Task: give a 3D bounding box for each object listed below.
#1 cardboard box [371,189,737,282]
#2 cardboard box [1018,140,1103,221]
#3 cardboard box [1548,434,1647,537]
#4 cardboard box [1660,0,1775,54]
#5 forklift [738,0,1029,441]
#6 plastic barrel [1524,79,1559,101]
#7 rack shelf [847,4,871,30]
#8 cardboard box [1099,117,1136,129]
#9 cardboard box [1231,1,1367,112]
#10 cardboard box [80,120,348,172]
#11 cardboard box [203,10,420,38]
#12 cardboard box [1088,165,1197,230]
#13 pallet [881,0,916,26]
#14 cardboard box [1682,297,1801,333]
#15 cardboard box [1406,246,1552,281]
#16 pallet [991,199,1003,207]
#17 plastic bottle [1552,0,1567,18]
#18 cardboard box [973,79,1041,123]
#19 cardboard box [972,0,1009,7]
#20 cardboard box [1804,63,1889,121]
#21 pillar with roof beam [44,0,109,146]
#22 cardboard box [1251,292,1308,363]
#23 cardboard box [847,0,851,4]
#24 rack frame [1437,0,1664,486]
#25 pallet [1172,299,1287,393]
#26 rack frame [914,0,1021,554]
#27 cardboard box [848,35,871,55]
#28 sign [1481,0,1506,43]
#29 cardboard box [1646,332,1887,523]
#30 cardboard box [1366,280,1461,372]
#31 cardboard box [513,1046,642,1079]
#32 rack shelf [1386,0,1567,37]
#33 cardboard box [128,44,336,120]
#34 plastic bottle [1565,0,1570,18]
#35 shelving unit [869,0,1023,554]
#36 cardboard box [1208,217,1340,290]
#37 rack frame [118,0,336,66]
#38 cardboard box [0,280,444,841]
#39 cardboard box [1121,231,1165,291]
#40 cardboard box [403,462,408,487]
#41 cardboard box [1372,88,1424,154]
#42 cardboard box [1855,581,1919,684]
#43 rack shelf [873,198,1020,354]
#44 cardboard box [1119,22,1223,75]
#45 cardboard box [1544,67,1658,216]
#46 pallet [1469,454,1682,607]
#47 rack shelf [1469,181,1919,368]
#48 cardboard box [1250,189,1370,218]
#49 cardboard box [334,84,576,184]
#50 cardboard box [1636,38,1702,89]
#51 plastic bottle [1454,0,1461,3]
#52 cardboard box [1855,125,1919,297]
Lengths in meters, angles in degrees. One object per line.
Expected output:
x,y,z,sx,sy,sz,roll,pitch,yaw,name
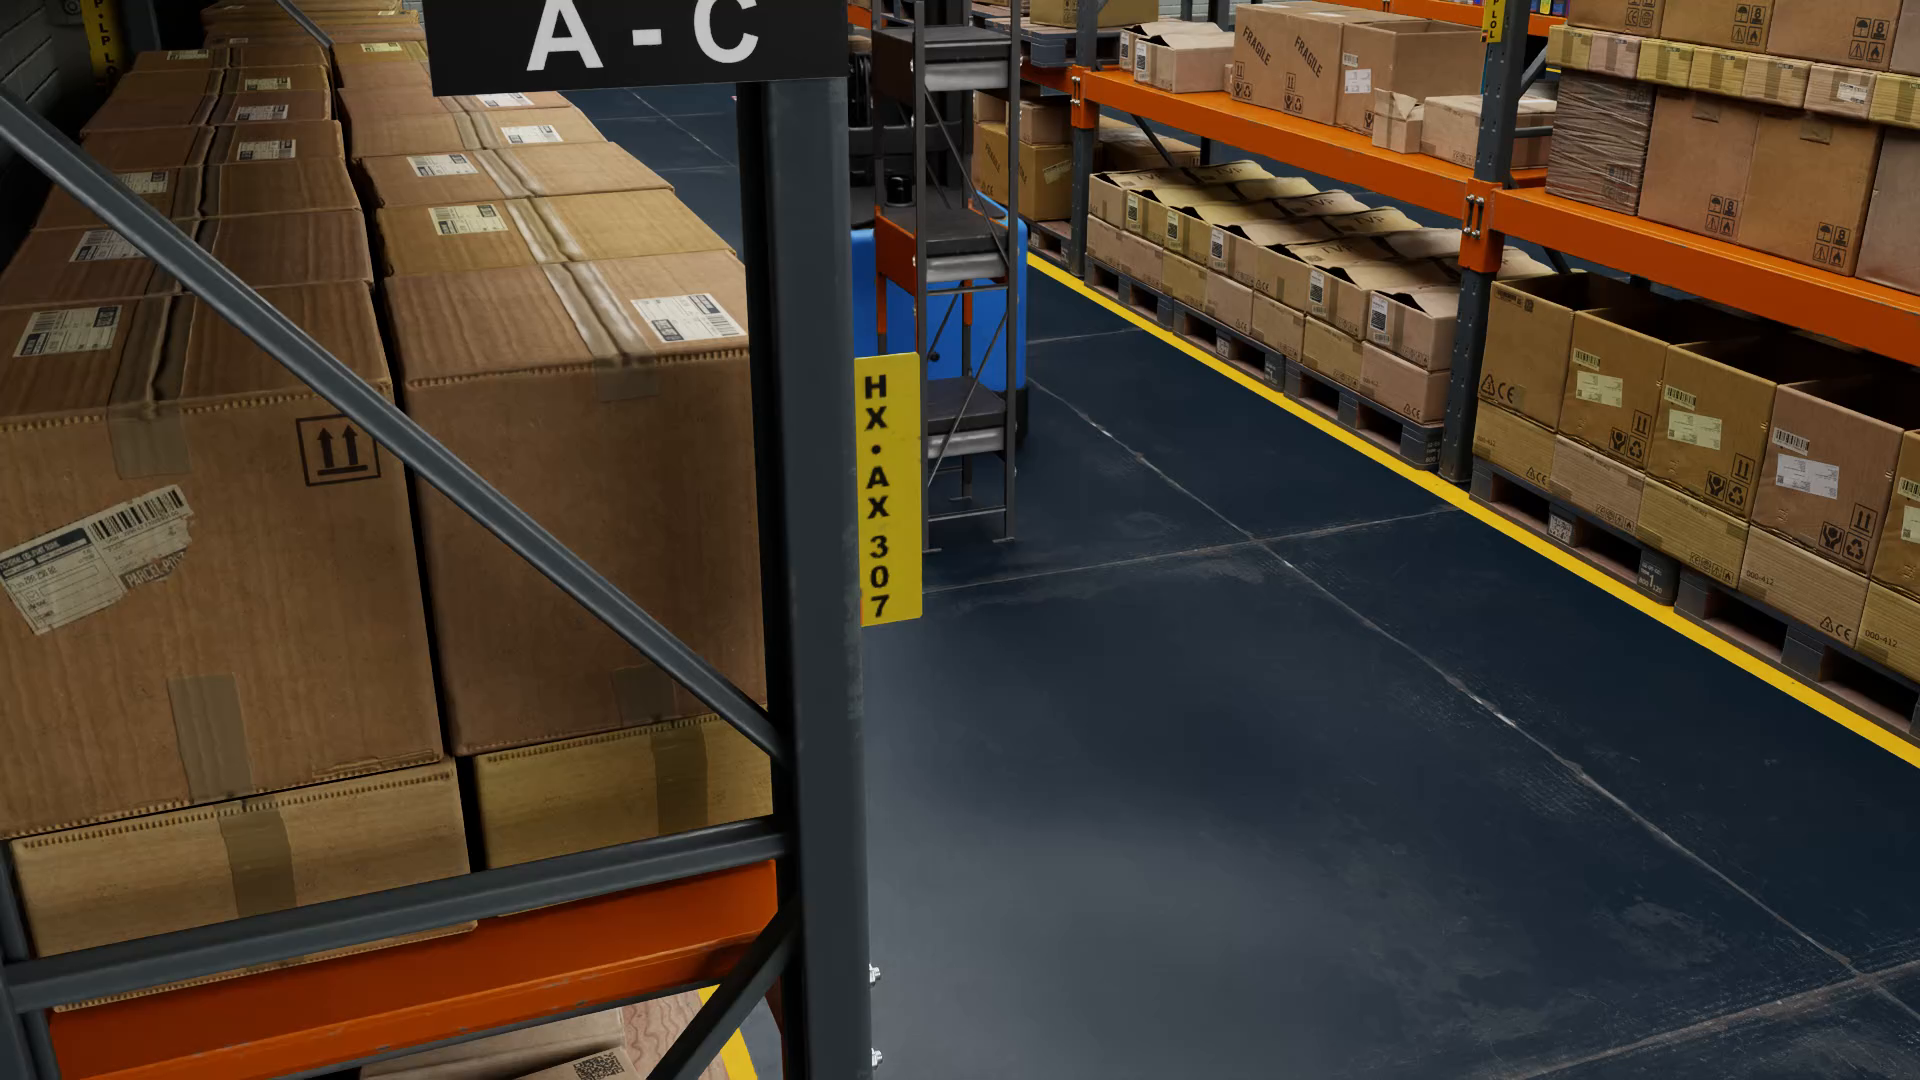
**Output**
-0.653,-0.260,2.707,0.500,0.500,0.500,-8,24,-19,cardboard box
0.657,-2.525,11.531,0.500,0.500,0.500,-7,24,-17,cardboard box
2.672,-0.247,6.474,0.500,0.250,0.500,-8,24,-19,cardboard box
2.962,-2.013,5.866,0.700,0.500,0.500,-8,24,-19,cardboard box
-0.569,-2.262,8.343,1.130,2.935,3.031,-6,24,-14,forklift
4.971,-3.671,14.260,0.421,0.512,0.421,0,23,0,plastic barrel
-0.913,-5.015,15.713,1.077,0.370,4.000,-8,24,-19,rack shelf
0.951,-2.795,12.170,0.500,0.500,0.500,-9,24,-20,cardboard box
1.815,-2.605,8.941,0.500,0.500,0.500,-10,25,-22,cardboard box
-1.499,-0.561,3.421,0.500,0.500,0.500,-8,24,-18,cardboard box
-2.352,-1.675,6.166,0.700,0.500,0.500,-6,24,-14,cardboard box
1.117,-2.121,10.198,0.500,0.311,0.500,-7,24,-17,cardboard box
-0.026,-4.226,13.162,1.003,0.211,1.213,-8,24,-19,pallet
3.154,-0.664,6.496,0.500,0.500,0.500,-8,24,-19,cardboard box
2.535,-1.265,8.167,0.500,0.311,0.500,-9,24,-20,cardboard box
0.551,-2.601,12.649,1.003,0.211,1.213,-8,24,-19,pallet
4.879,-4.390,13.366,0.144,0.351,0.185,-8,24,-19,plastic bottle
0.268,-3.262,12.313,0.500,0.250,0.500,-9,24,-20,cardboard box
0.476,-4.226,12.246,0.700,0.500,0.500,-15,27,-32,cardboard box
2.993,-1.466,5.403,0.380,0.149,0.250,-9,25,-21,cardboard box
0.251,-5.250,7.619,9.100,9.000,0.400,-8,24,-19,pillar with roof beam
1.844,-1.121,8.546,0.500,0.250,0.500,-8,24,-18,cardboard box
-0.806,-5.000,14.622,0.500,0.500,0.500,-8,24,-17,cardboard box
2.620,-1.713,6.953,1.000,3.000,0.127,-8,24,-19,rack frame
1.888,-1.135,9.170,1.003,0.211,1.213,-8,24,-19,pallet
0.028,-0.939,6.275,0.400,2.100,0.015,-8,24,-19,rack frame
-1.197,-4.961,17.309,0.500,0.500,0.500,-8,24,-19,cardboard box
2.116,-2.132,6.558,0.100,0.325,0.005,-8,24,-19,sign
2.844,-0.411,5.896,0.500,0.500,0.500,-8,24,-19,cardboard box
2.209,-1.006,7.552,0.500,0.311,0.500,-8,24,-19,cardboard box
-0.760,1.194,2.951,0.500,0.311,0.500,-11,25,-25,cardboard box
5.136,-4.240,13.874,1.077,0.370,4.000,-8,24,-19,rack shelf
-2.042,-1.119,4.744,0.500,0.500,0.500,-9,24,-20,cardboard box
4.896,-4.295,13.228,0.061,0.283,0.133,-8,24,-19,plastic bottle
-0.058,-1.028,6.485,0.431,2.100,0.503,-8,24,-19,shelving unit
1.671,-1.559,8.864,0.500,0.311,0.500,-9,24,-20,cardboard box
-2.013,-1.032,5.337,1.000,3.000,0.127,-8,24,-19,rack frame
-0.965,-0.007,2.106,0.500,0.500,0.500,-9,24,-20,cardboard box
1.296,-1.680,9.874,0.500,0.250,0.500,-9,24,-20,cardboard box
-0.847,-0.113,3.322,0.500,0.250,0.500,-9,24,-20,cardboard box
2.138,-1.946,7.677,0.396,0.266,0.258,-9,24,-20,cardboard box
3.201,0.298,5.181,0.500,0.250,0.500,-8,24,-19,cardboard box
-0.058,-1.015,6.490,0.431,0.518,0.480,-8,24,-19,rack shelf
1.294,-2.988,10.091,0.500,0.311,0.500,-7,24,-16,cardboard box
2.783,-1.599,6.553,0.700,0.500,0.500,-9,24,-20,cardboard box
2.862,-0.134,6.795,1.003,0.211,1.213,-8,24,-19,pallet
3.326,-0.655,5.369,1.077,0.370,4.000,-8,24,-19,rack shelf
1.988,-1.823,9.491,0.500,0.311,0.500,-9,24,-19,cardboard box
-1.207,-0.824,4.044,0.500,0.500,0.500,-9,24,-21,cardboard box
2.715,-1.749,6.074,0.380,0.149,0.250,-9,24,-20,cardboard box
4.381,-4.840,14.536,0.097,0.271,0.097,0,23,0,plastic bottle
3.331,-1.040,5.226,0.700,0.500,0.500,-8,24,-17,cardboard box
